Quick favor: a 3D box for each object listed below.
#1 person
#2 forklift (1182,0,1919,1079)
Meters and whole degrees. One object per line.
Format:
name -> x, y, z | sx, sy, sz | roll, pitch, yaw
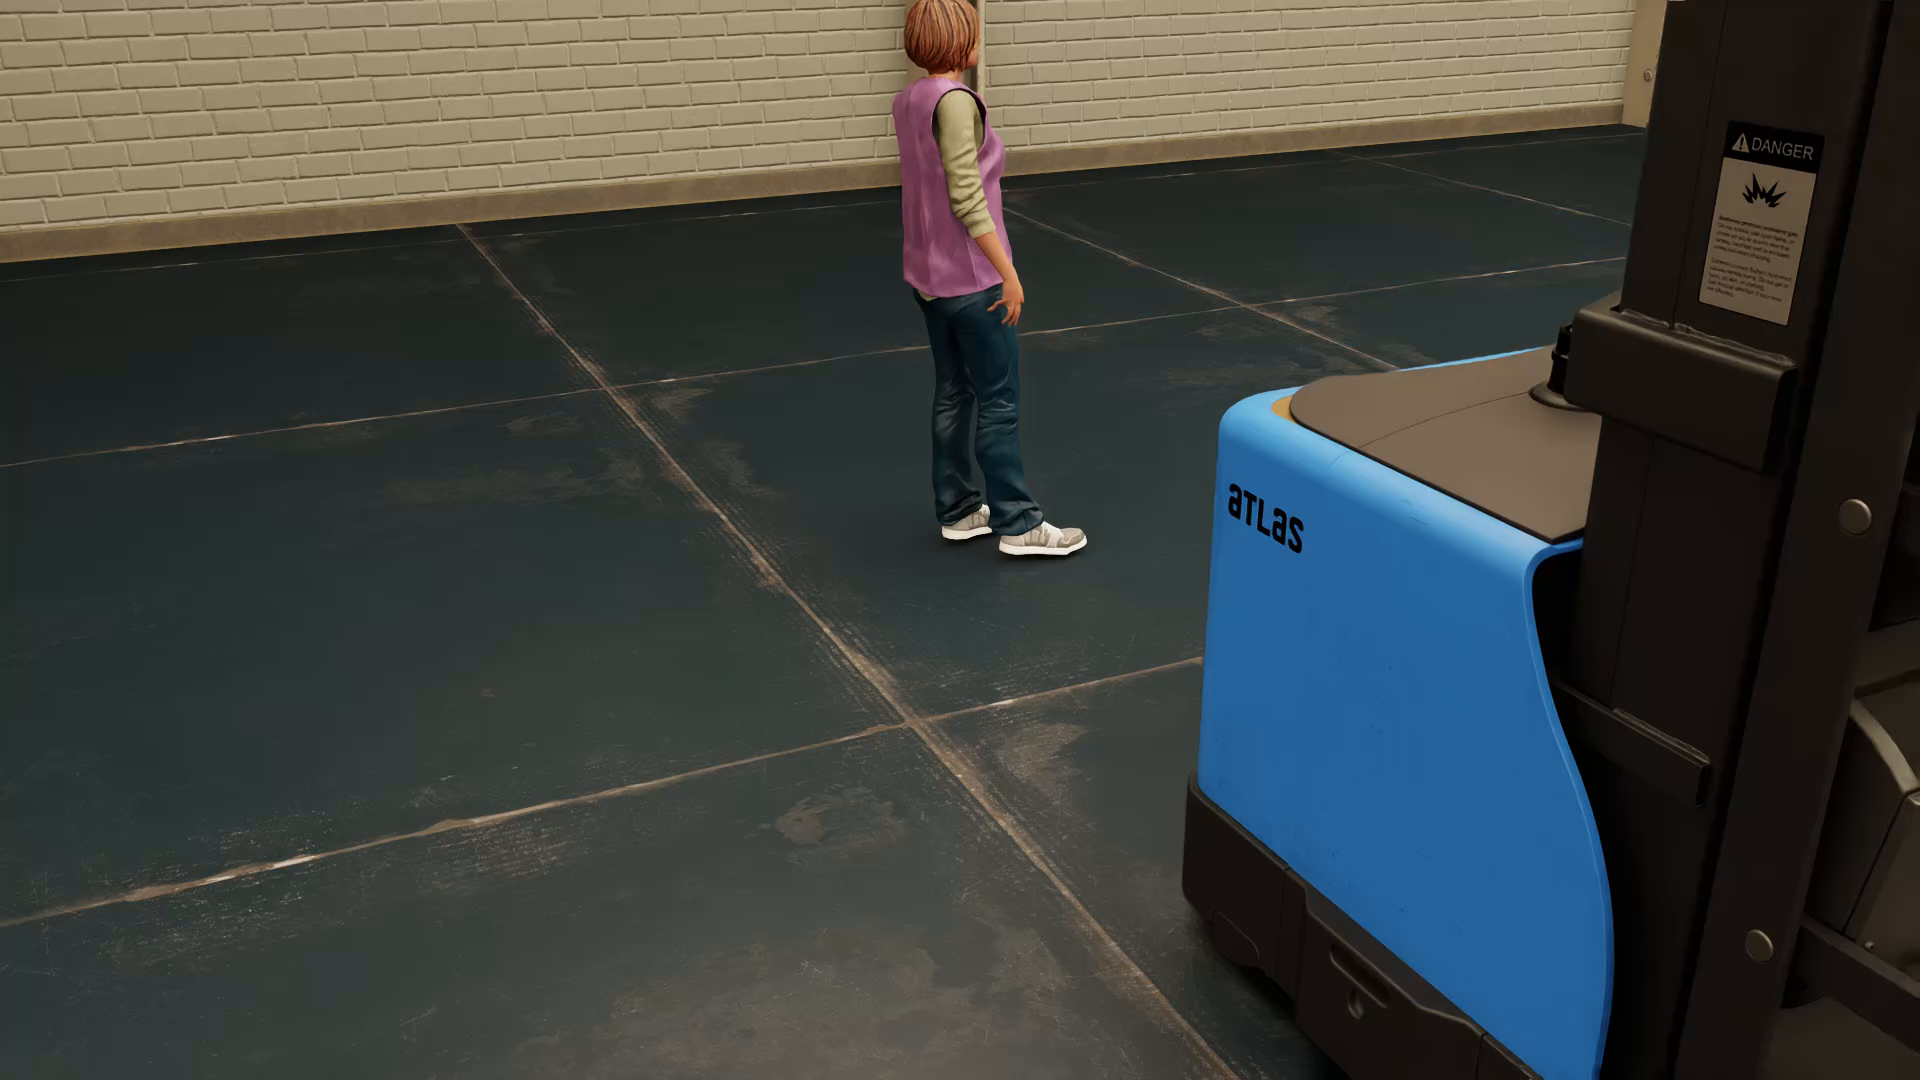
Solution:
person -> 0.074, -0.752, 4.815 | 0.473, 1.599, 0.520 | -10, 25, -23
forklift -> 1.541, -0.187, 1.737 | 1.130, 2.935, 3.031 | -11, 25, -24
